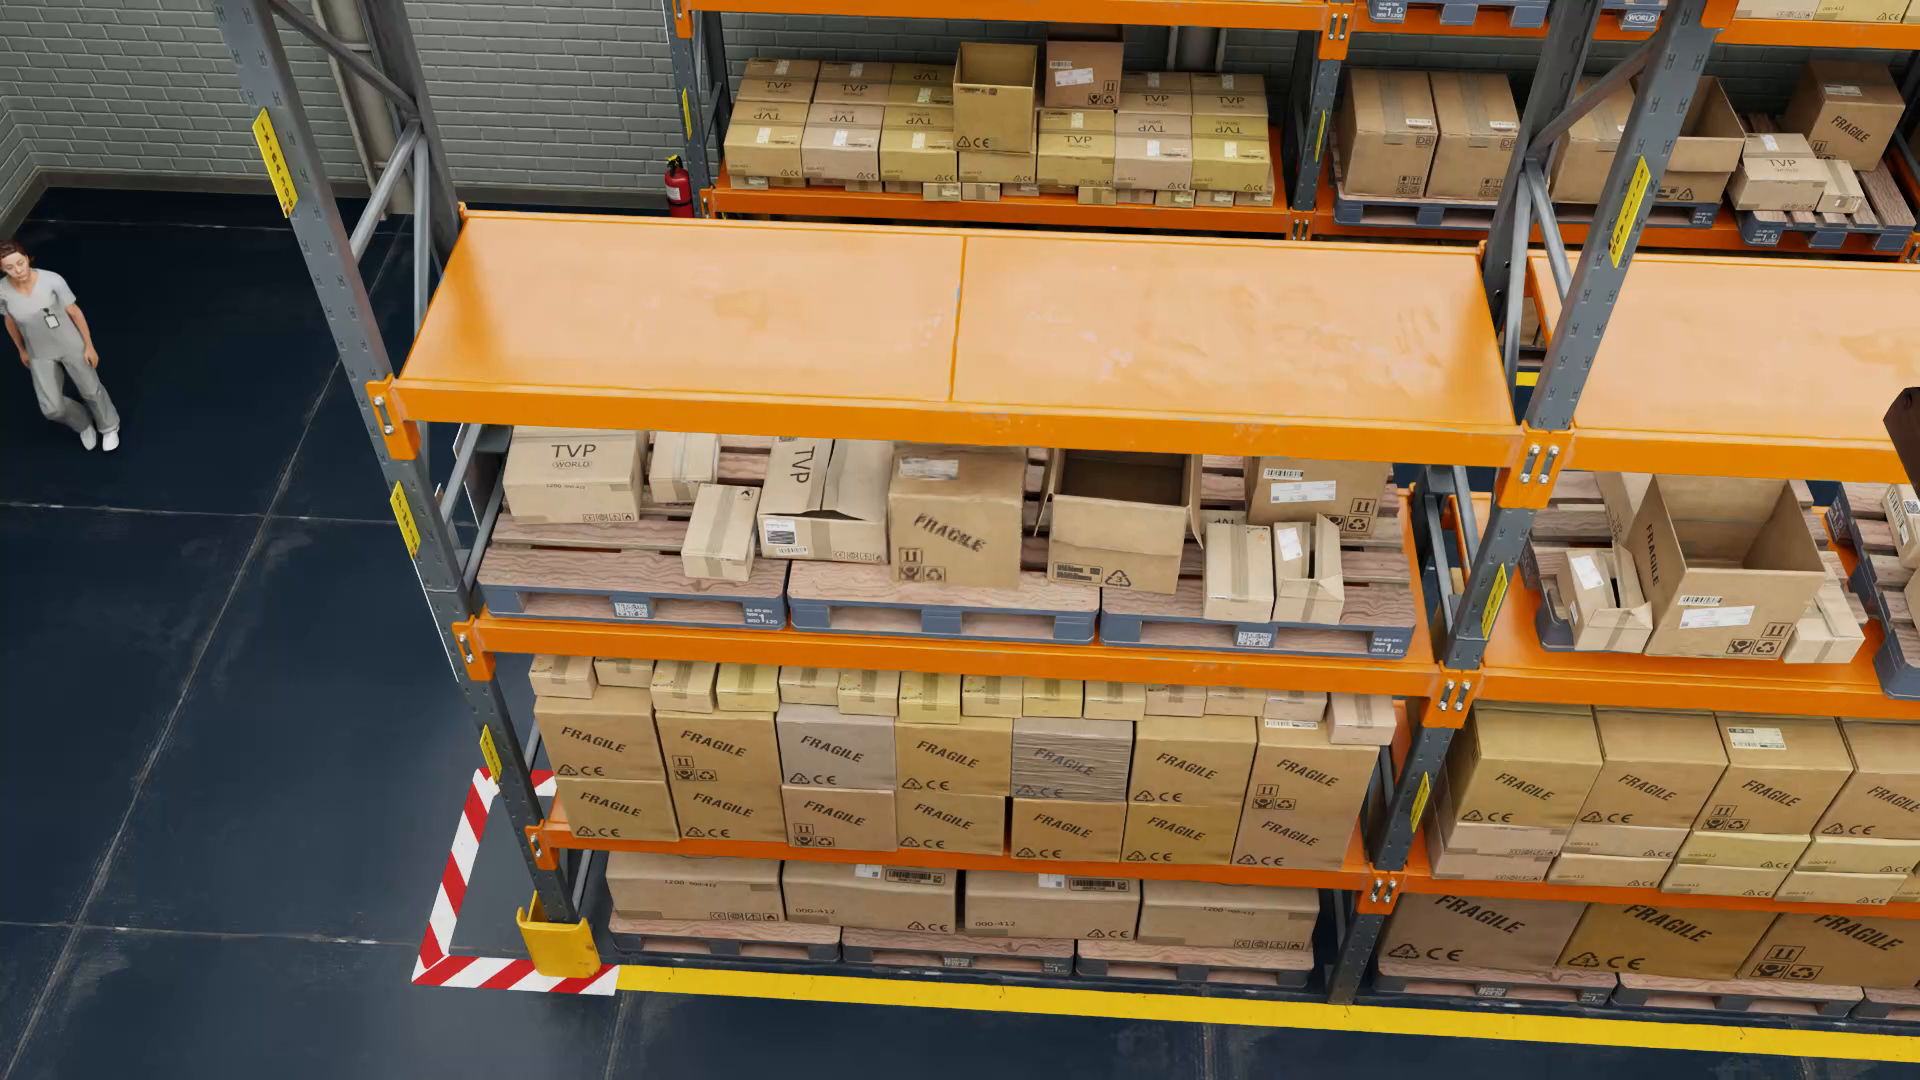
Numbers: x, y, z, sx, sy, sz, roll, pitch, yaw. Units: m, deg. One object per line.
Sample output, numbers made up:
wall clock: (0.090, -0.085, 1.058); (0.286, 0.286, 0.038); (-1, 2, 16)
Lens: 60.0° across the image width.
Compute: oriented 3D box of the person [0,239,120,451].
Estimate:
person: (-5.800, -1.189, 10.688); (0.486, 1.663, 0.447); (-13, 49, -11)
